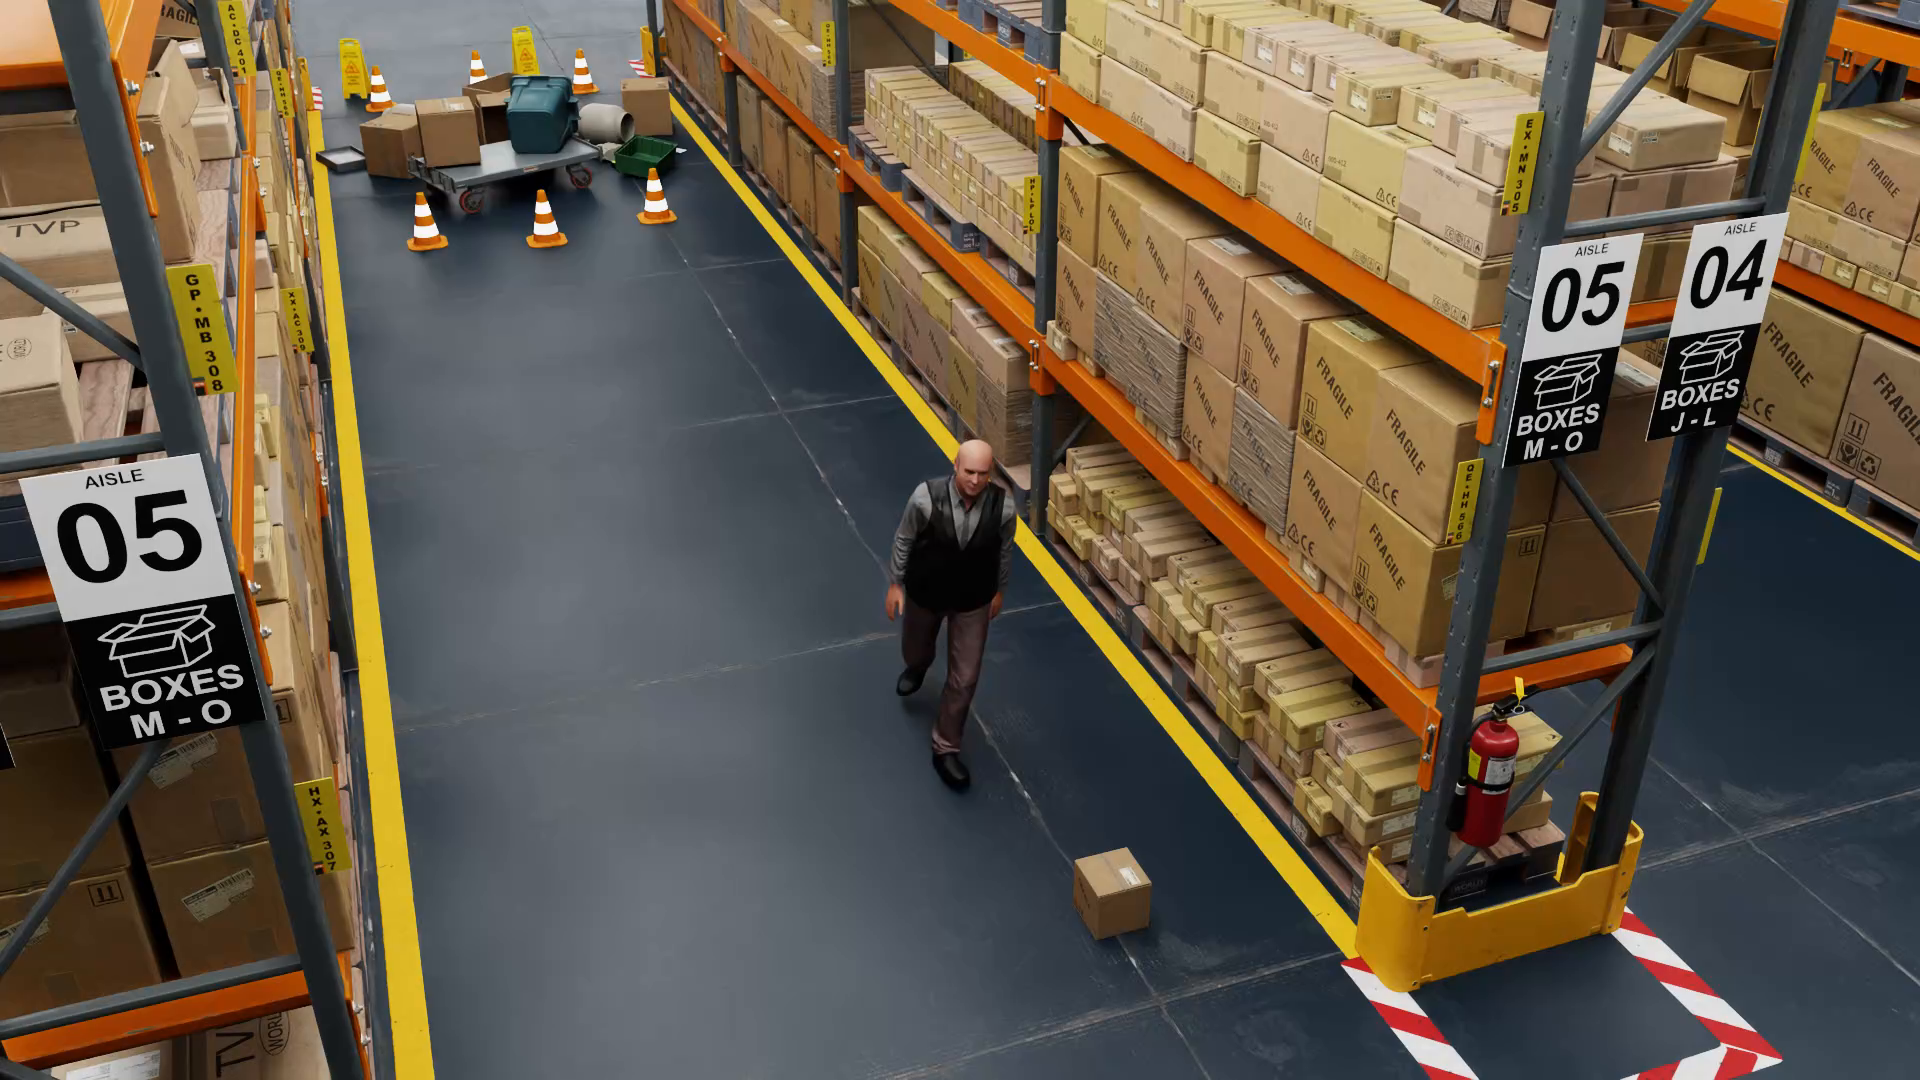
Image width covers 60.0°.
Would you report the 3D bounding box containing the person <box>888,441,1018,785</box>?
[{"bbox_3d":[-0.041,0.253,7.951,0.612,1.686,0.921,-4,30,-7],"label":"person"}]
